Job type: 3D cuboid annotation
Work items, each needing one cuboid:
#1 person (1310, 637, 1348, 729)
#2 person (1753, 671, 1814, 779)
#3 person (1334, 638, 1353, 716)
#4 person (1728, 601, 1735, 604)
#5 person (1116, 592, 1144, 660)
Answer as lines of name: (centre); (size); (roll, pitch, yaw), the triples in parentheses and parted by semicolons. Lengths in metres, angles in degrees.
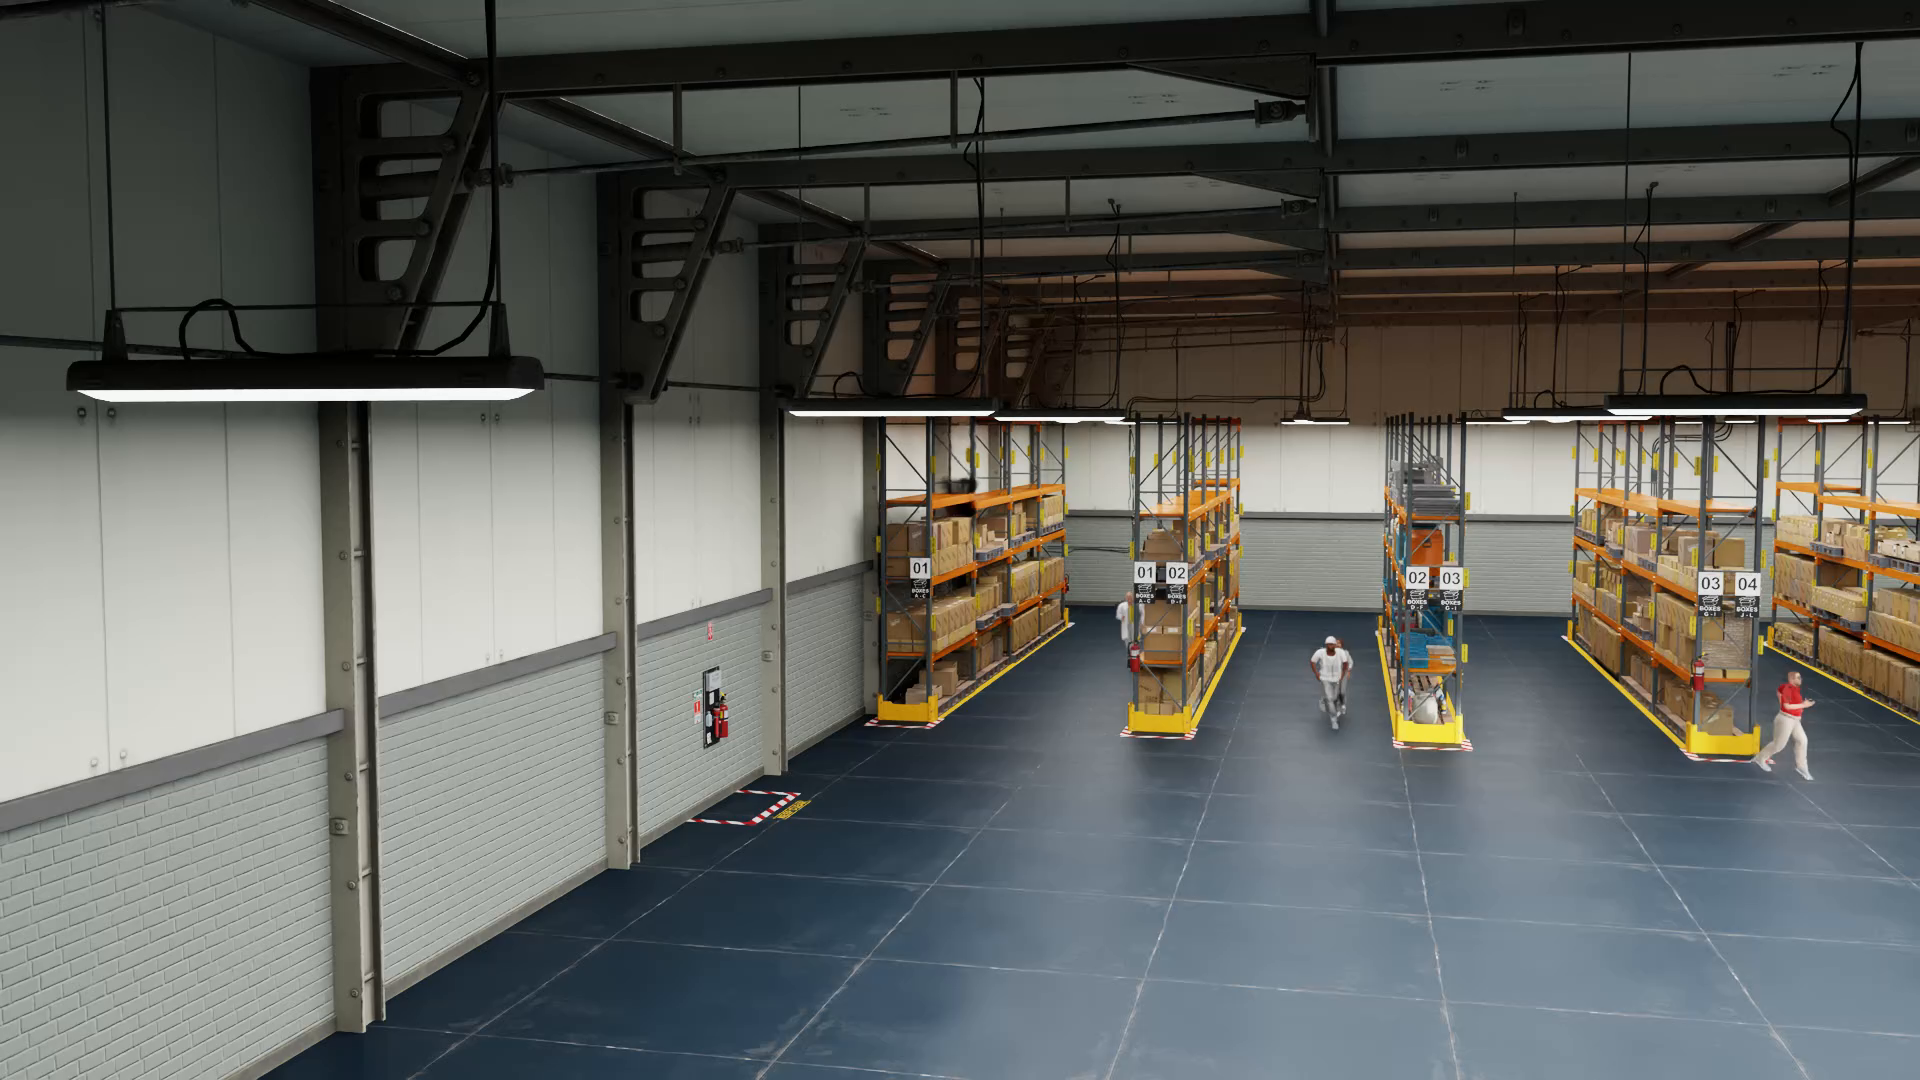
person: (7.104, 2.708, 32.025); (0.700, 1.752, 1.028); (0, 4, -6)
person: (13.533, 3.036, 27.302); (0.918, 1.805, 0.657); (4, 5, 43)
person: (7.476, 2.714, 32.899); (0.545, 1.564, 0.525); (1, 4, 18)
person: (19.929, 1.999, 42.928); (0.579, 1.670, 0.849); (1, 4, 14)
person: (3.983, 2.083, 38.838); (0.682, 1.758, 0.814); (1, 4, 14)
